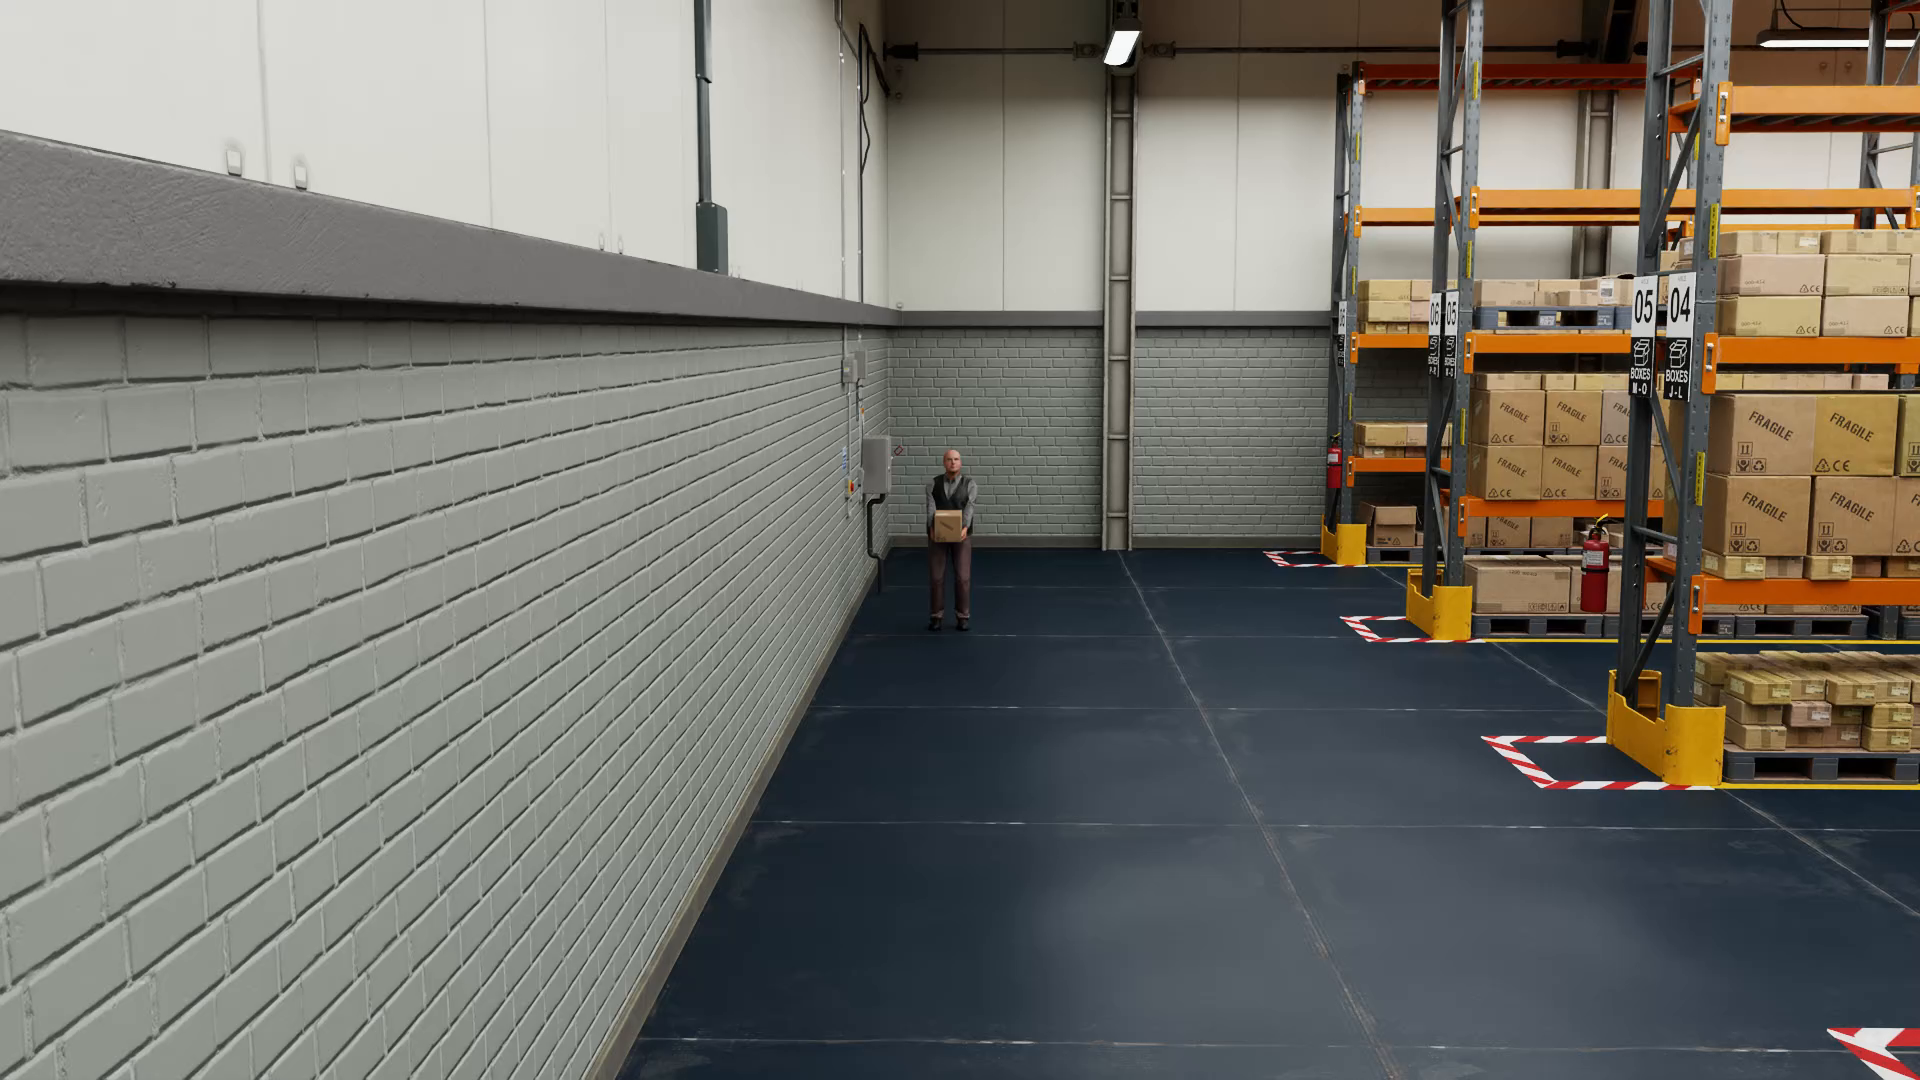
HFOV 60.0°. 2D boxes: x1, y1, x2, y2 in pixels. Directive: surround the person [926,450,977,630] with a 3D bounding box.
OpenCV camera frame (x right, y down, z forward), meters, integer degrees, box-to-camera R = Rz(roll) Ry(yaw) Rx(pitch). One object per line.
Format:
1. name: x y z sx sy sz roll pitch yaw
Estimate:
1. person: -0.085 0.009 15.830 0.494 1.711 0.560 0 7 2
